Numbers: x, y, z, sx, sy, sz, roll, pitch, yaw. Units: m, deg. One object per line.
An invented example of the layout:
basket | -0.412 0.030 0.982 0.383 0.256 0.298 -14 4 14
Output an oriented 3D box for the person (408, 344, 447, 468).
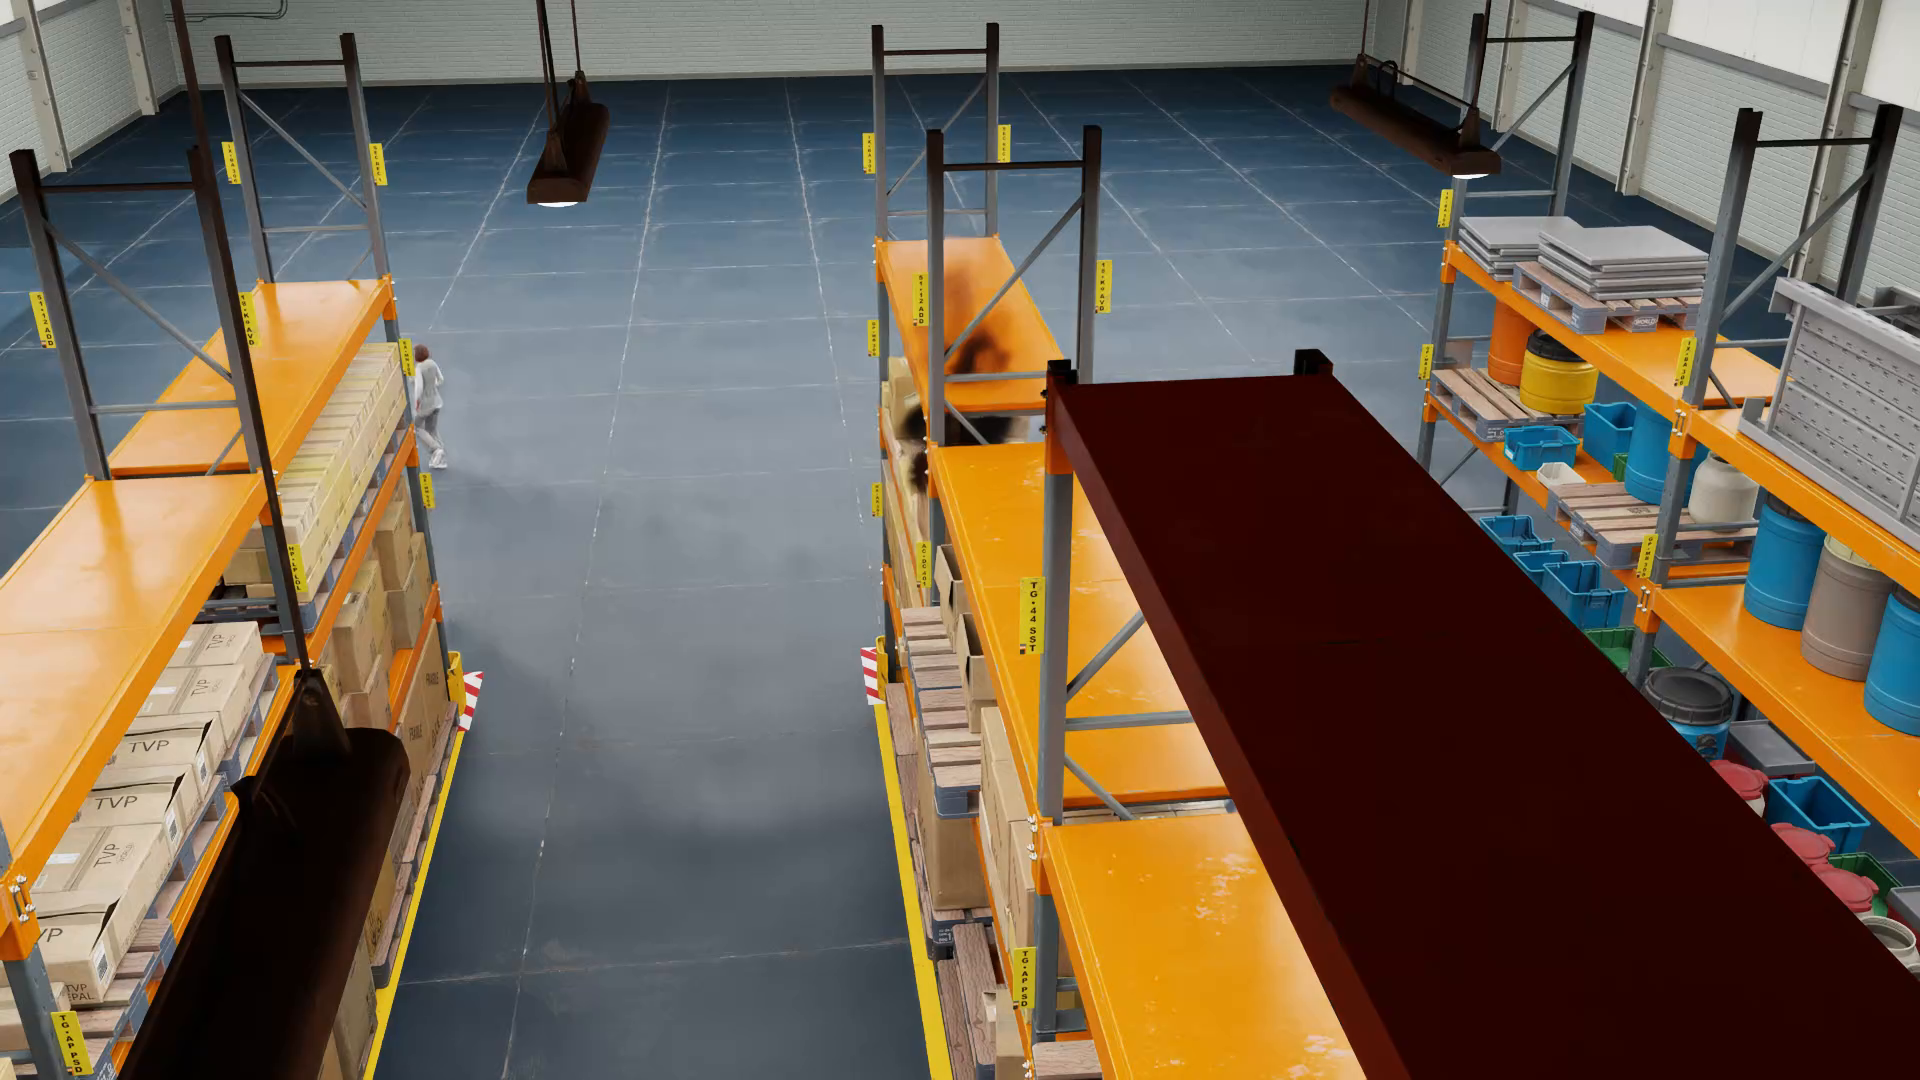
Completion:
person | -6.461 -1.632 20.104 0.520 1.561 0.540 13 29 26
